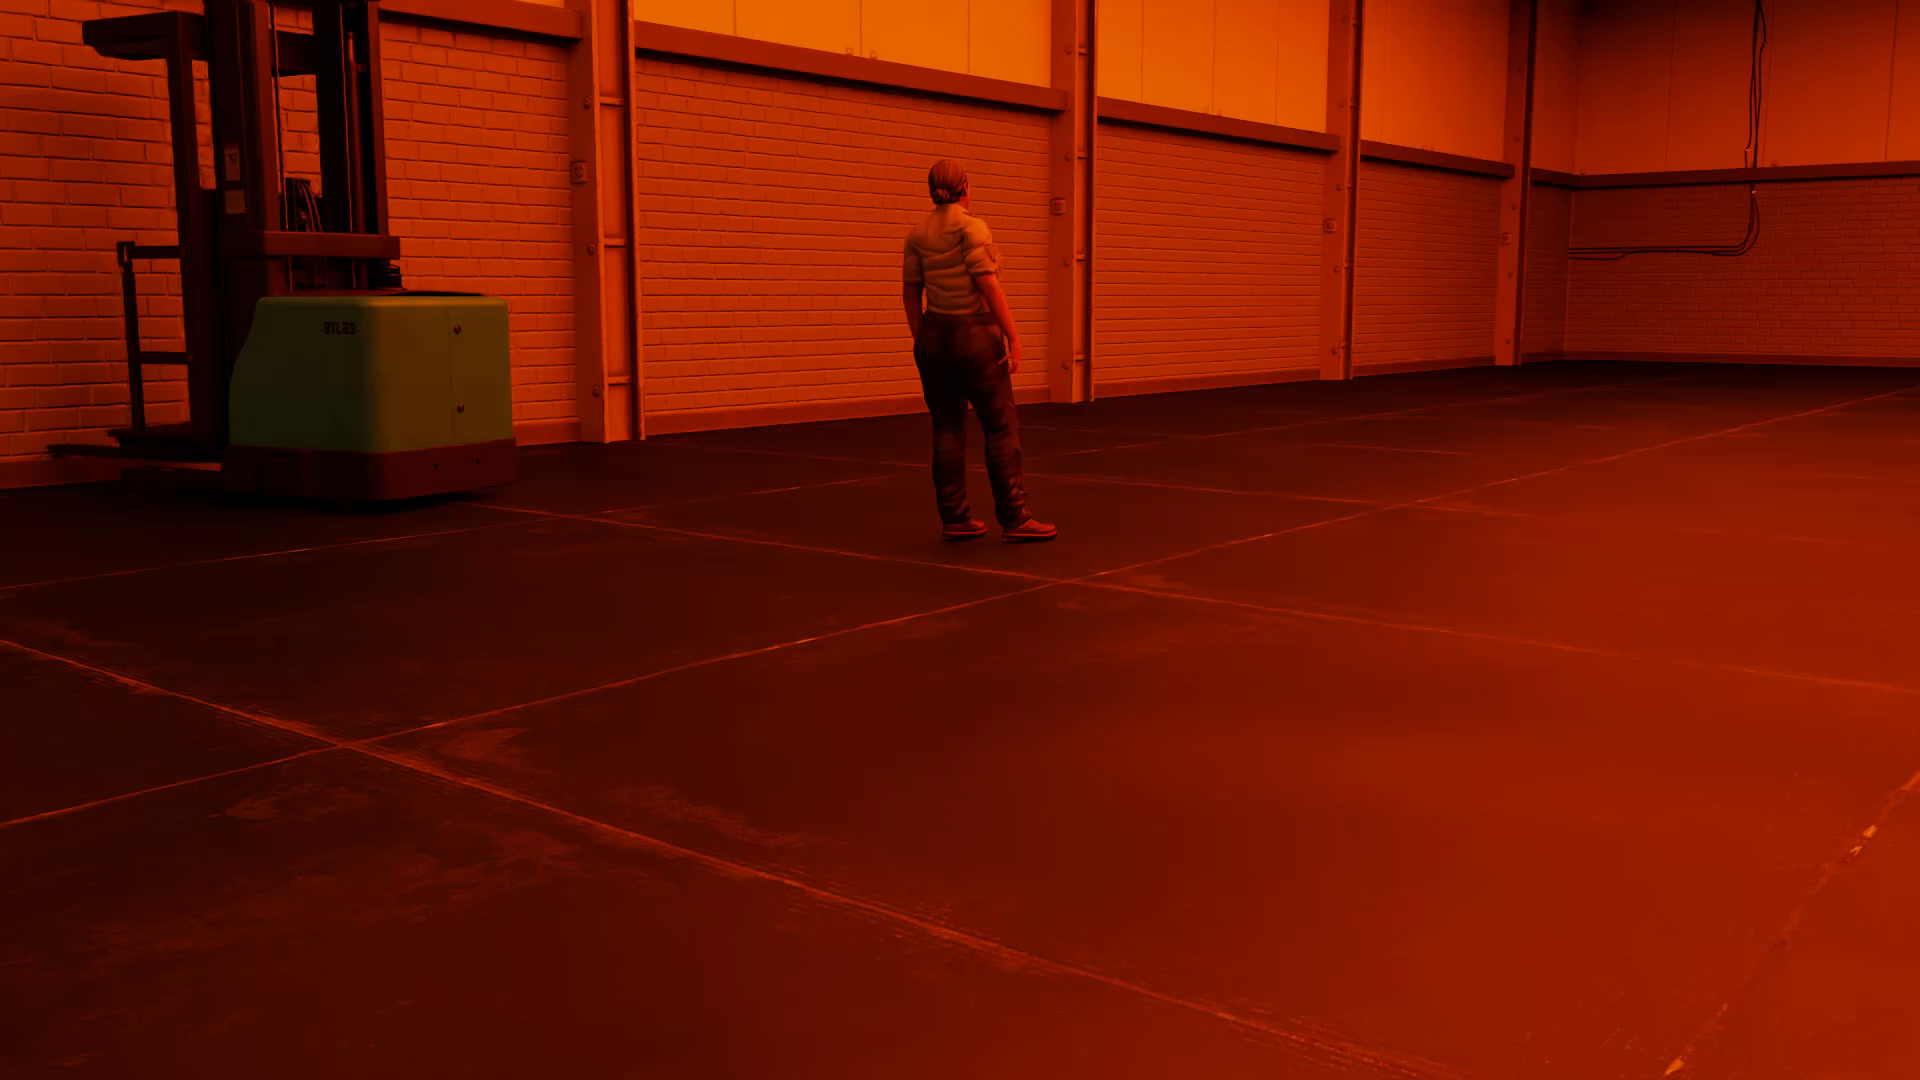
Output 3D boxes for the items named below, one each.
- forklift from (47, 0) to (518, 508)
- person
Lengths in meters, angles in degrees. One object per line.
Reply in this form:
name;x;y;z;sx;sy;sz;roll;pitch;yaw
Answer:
forklift;-3.963;-1.732;9.121;3.031;2.935;1.130;4;9;27
person;0.074;-0.831;7.339;0.598;1.651;0.503;7;11;38
